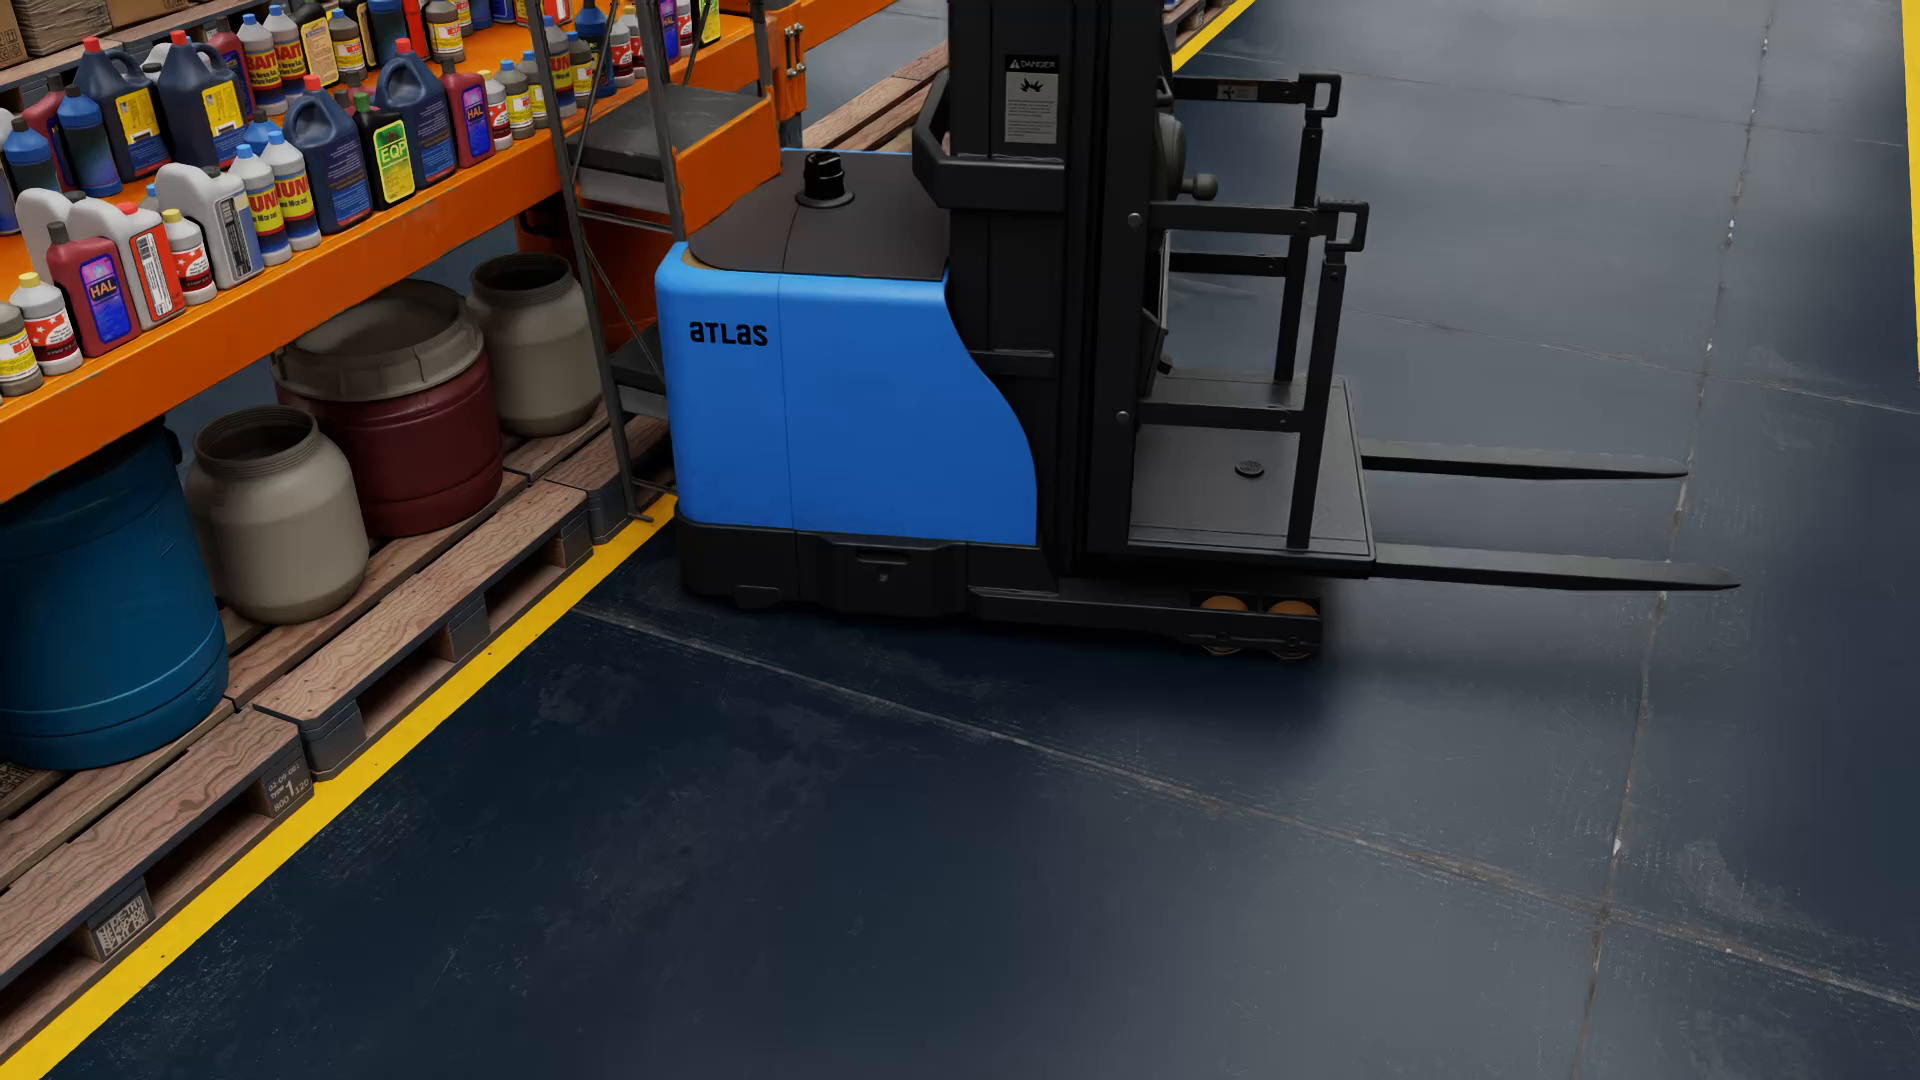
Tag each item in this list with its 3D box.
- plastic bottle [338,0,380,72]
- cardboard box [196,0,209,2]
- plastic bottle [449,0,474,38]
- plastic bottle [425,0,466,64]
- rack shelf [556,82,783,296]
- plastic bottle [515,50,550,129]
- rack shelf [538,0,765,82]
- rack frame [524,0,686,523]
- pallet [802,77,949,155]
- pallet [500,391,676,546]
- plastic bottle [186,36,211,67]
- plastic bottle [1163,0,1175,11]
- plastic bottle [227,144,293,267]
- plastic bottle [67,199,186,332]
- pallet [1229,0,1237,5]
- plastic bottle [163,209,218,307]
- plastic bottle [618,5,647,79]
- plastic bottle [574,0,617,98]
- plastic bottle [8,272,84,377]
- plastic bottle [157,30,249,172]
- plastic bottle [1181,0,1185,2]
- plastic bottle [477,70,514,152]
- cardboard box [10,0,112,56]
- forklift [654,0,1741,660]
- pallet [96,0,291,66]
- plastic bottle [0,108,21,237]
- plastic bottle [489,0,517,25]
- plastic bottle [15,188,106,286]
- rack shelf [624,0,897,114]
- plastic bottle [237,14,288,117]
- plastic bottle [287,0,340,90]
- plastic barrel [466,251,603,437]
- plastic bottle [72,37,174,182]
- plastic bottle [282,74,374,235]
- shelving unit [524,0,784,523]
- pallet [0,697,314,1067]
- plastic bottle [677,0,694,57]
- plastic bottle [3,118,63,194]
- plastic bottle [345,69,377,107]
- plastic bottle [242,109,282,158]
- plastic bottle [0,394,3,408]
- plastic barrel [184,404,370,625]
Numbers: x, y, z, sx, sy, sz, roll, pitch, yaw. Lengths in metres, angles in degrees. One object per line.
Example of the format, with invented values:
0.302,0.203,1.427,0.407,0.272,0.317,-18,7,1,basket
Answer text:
-1.798,-1.568,5.011,0.061,0.283,0.133,14,36,20,plastic bottle
-4.584,-3.499,9.729,0.700,0.500,0.500,11,35,16,cardboard box
-1.621,-1.720,5.319,0.097,0.201,0.097,0,33,0,plastic bottle
-1.579,-1.570,5.090,0.097,0.201,0.097,0,33,0,plastic bottle
-0.811,-0.999,4.782,0.431,0.518,0.480,15,40,24,rack shelf
-1.179,-1.251,4.604,0.097,0.201,0.097,0,33,0,plastic bottle
-0.846,-1.564,4.370,0.431,0.518,0.480,15,40,24,rack shelf
-0.926,-0.878,4.603,0.400,2.100,0.015,15,40,24,rack frame
-0.161,-1.861,7.895,1.003,0.211,1.213,14,36,20,pallet
-1.324,-0.476,5.783,1.003,0.211,1.213,14,36,20,pallet
-2.063,-1.223,4.496,0.097,0.271,0.097,0,33,0,plastic bottle
1.173,-3.138,9.387,0.097,0.271,0.097,0,33,0,plastic bottle
-1.608,-0.770,3.806,0.097,0.271,0.097,0,33,0,plastic bottle
-1.779,-0.605,3.550,0.152,0.276,0.135,14,36,20,plastic bottle
1.469,-3.805,10.861,1.003,0.211,1.213,14,36,20,pallet
-1.705,-0.625,3.649,0.097,0.201,0.097,0,33,0,plastic bottle
-0.975,-1.494,4.974,0.097,0.201,0.097,0,33,0,plastic bottle
-1.057,-1.426,4.807,0.097,0.271,0.097,0,33,0,plastic bottle
-1.858,-0.443,3.371,0.097,0.201,0.097,0,33,0,plastic bottle
-1.963,-1.145,4.306,0.144,0.351,0.185,14,36,20,plastic bottle
1.258,-3.210,9.560,0.097,0.201,0.097,0,33,0,plastic bottle
-1.260,-1.154,4.456,0.097,0.201,0.097,0,33,0,plastic bottle
-5.048,-2.937,8.872,0.700,0.500,0.500,11,35,17,cardboard box
0.724,-1.196,4.401,3.031,2.935,1.130,4,33,6,forklift
-4.691,-3.009,9.646,1.003,0.211,1.213,14,36,20,pallet
-2.317,-0.886,3.979,0.152,0.276,0.135,14,36,20,plastic bottle
-1.507,-1.851,5.451,0.152,0.276,0.135,14,36,20,plastic bottle
-1.917,-0.639,3.603,0.152,0.276,0.135,14,36,20,plastic bottle
-0.195,-2.740,7.349,1.077,0.370,4.000,14,36,20,rack shelf
-1.967,-1.337,4.672,0.097,0.271,0.097,0,33,0,plastic bottle
-1.894,-1.453,4.836,0.061,0.283,0.133,14,36,20,plastic bottle
-1.376,-0.630,5.362,0.421,0.512,0.421,0,33,0,plastic barrel
-2.157,-1.113,4.257,0.144,0.351,0.185,14,36,20,plastic bottle
-1.530,-0.927,3.973,0.144,0.351,0.185,14,36,20,plastic bottle
-0.812,-1.010,4.774,0.431,2.100,0.503,15,40,24,shelving unit
-2.345,0.739,3.930,1.003,0.211,1.213,14,36,20,pallet
-0.879,-1.609,5.149,0.097,0.201,0.097,0,33,0,plastic bottle
-2.196,-0.865,3.951,0.097,0.271,0.097,0,33,0,plastic bottle
-1.500,-1.068,4.250,0.061,0.283,0.133,14,36,20,plastic bottle
-1.658,-0.900,4.004,0.097,0.271,0.097,0,33,0,plastic bottle
-1.940,-0.375,3.204,0.097,0.271,0.097,0,33,0,plastic bottle
-1.849,-0.068,4.504,0.421,0.512,0.421,0,33,0,plastic barrel
